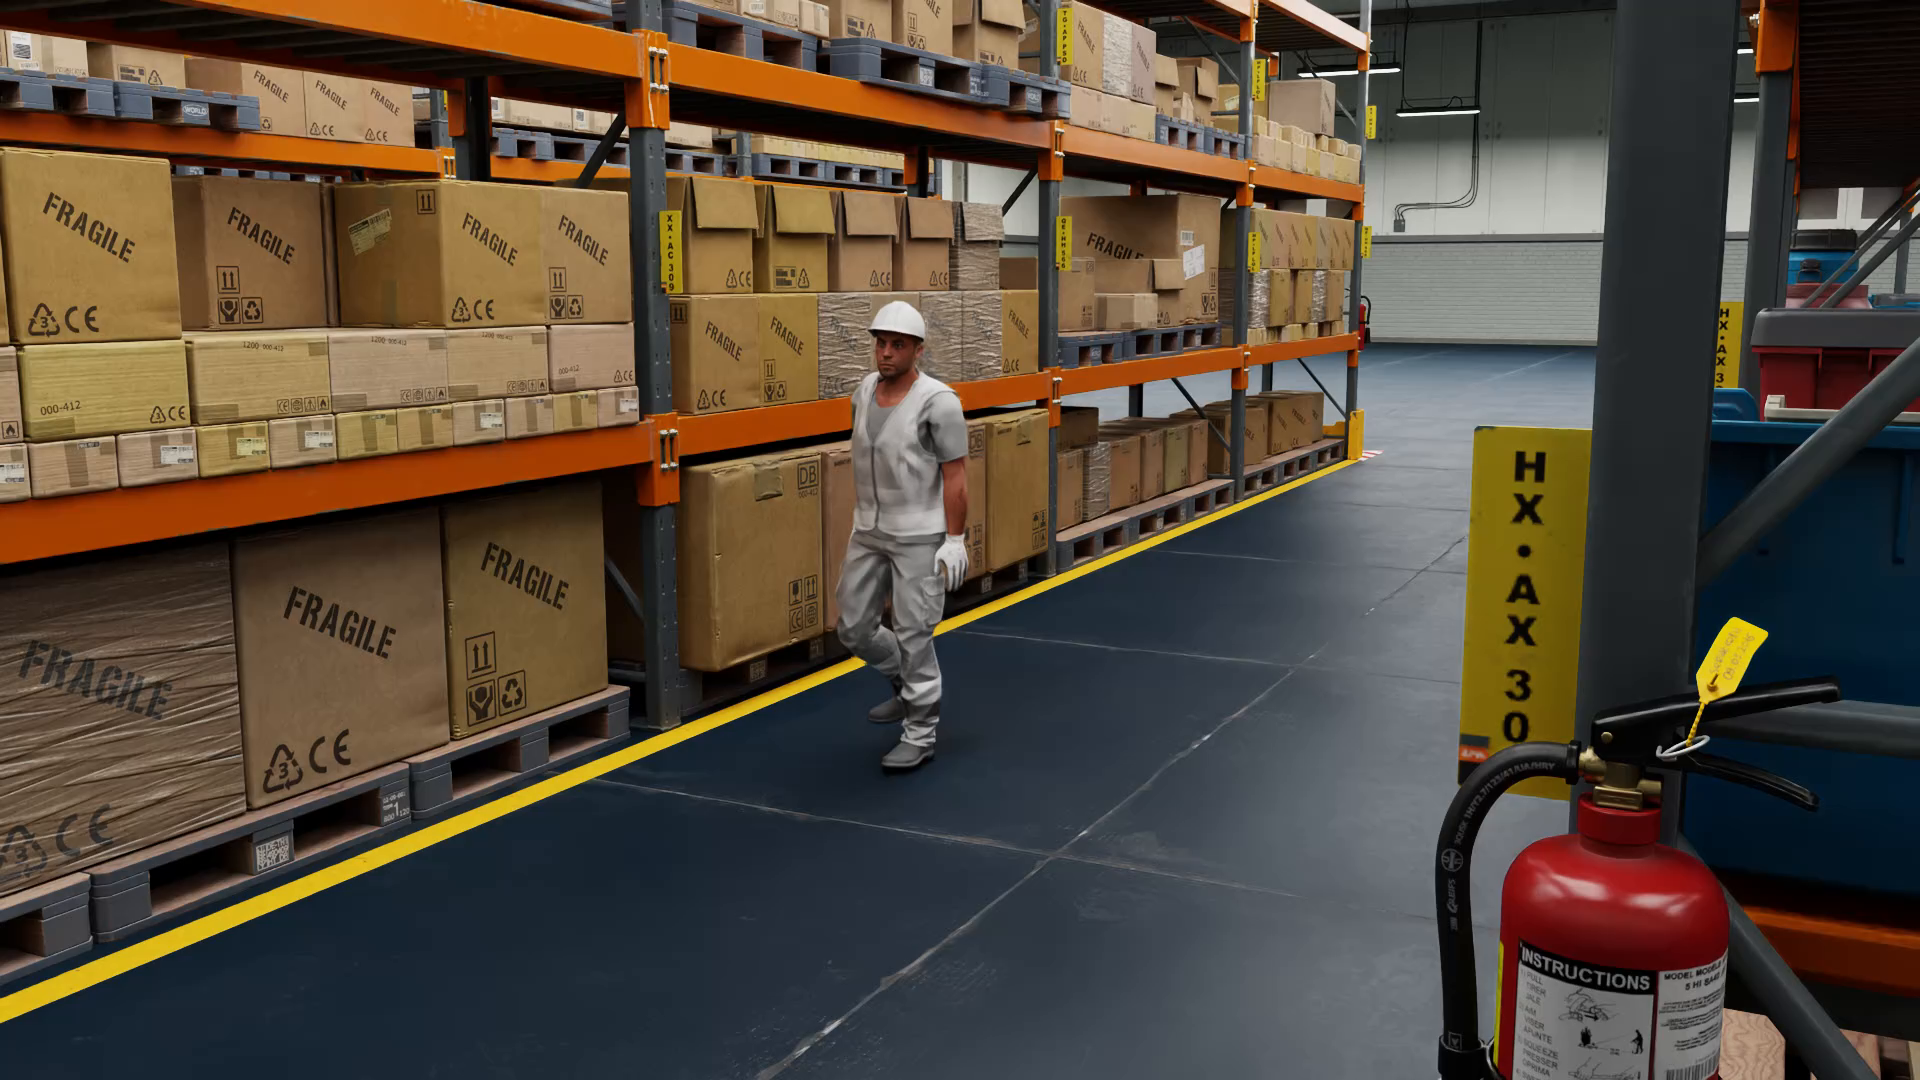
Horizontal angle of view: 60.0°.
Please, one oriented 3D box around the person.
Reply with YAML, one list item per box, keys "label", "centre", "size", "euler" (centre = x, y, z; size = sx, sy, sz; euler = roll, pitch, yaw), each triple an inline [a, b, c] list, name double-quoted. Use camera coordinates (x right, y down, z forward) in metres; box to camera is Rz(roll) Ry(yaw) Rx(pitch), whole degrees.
- label: "person"
  centre: [-0.193, -0.015, 6.356]
  size: [0.588, 1.777, 0.558]
  euler: [7, 11, 37]
